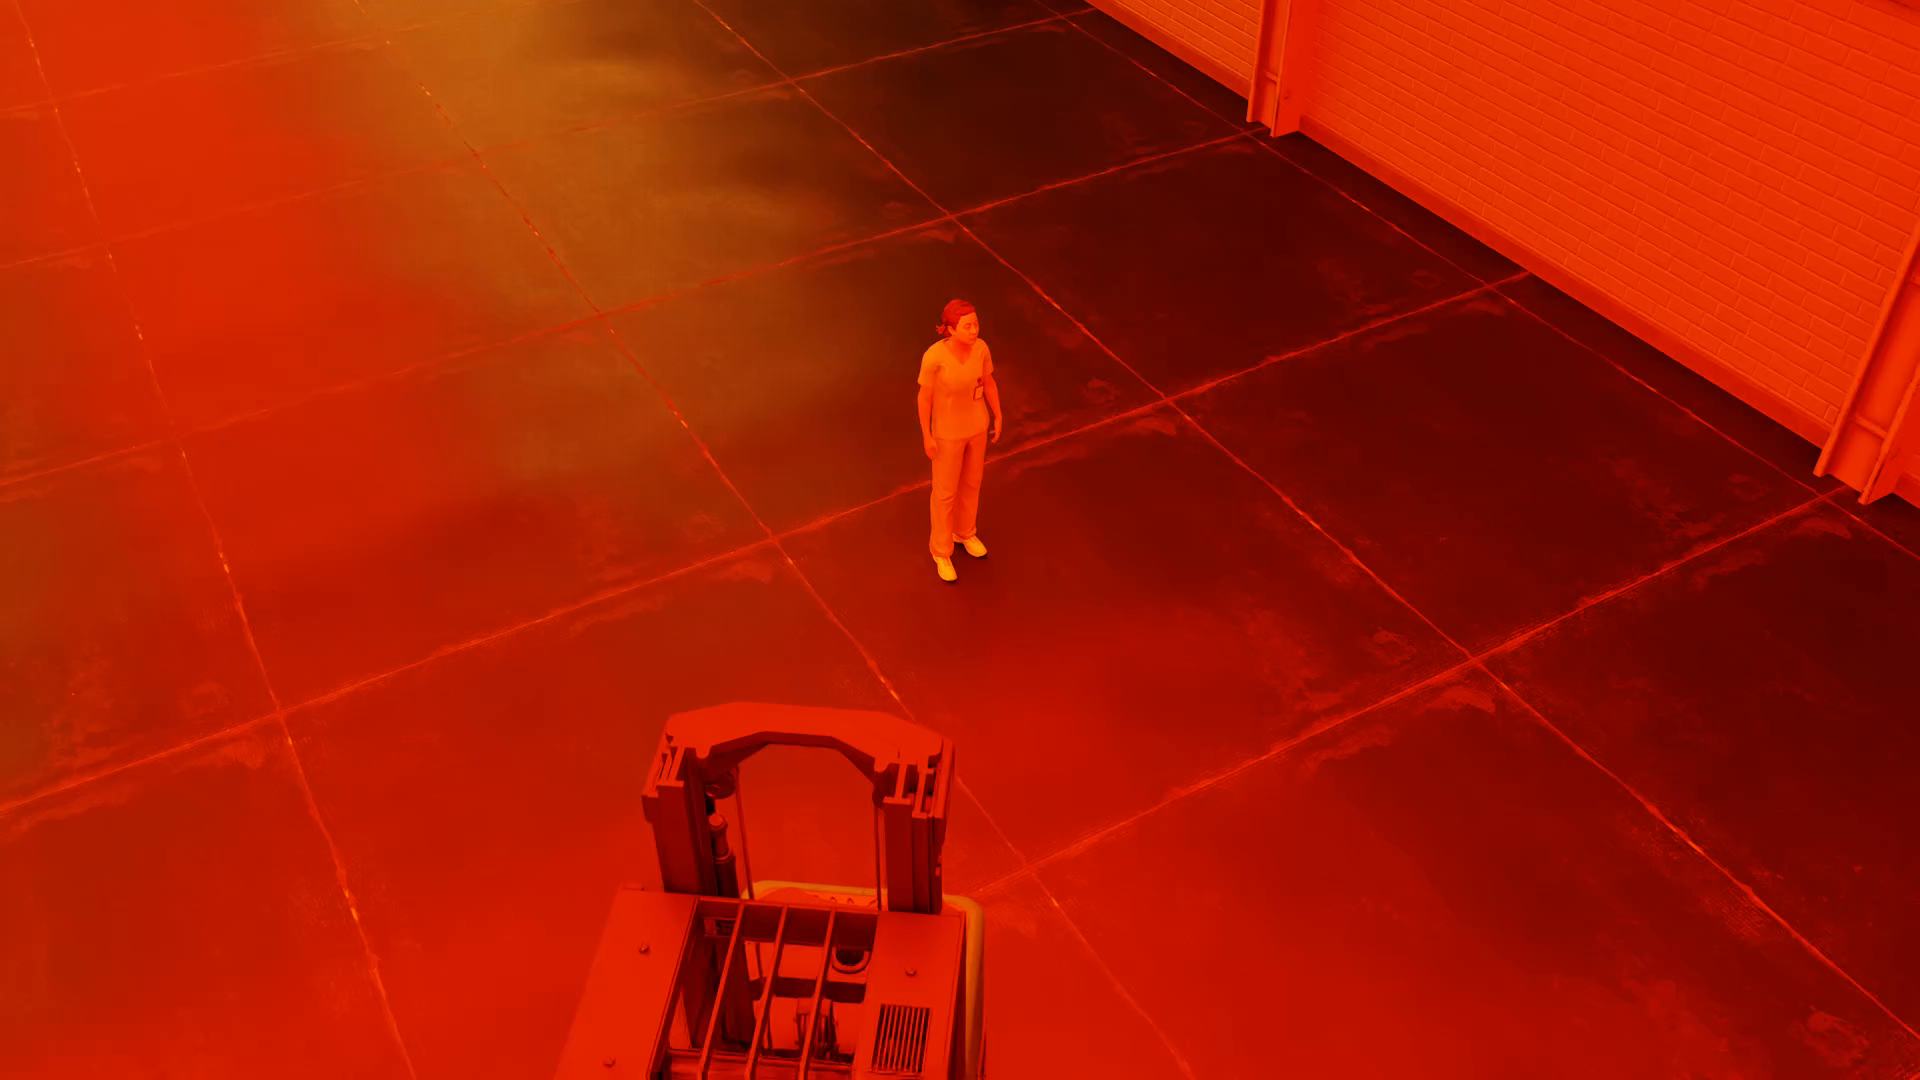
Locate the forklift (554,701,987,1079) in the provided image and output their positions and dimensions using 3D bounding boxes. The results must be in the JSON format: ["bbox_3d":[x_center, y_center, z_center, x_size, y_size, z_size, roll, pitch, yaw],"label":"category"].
[{"bbox_3d":[-0.550,2.081,5.528,1.130,2.935,3.031,4,40,4],"label":"forklift"}]

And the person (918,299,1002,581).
[{"bbox_3d":[0.033,-0.597,9.727,0.549,1.675,0.516,-20,44,-23],"label":"person"}]
